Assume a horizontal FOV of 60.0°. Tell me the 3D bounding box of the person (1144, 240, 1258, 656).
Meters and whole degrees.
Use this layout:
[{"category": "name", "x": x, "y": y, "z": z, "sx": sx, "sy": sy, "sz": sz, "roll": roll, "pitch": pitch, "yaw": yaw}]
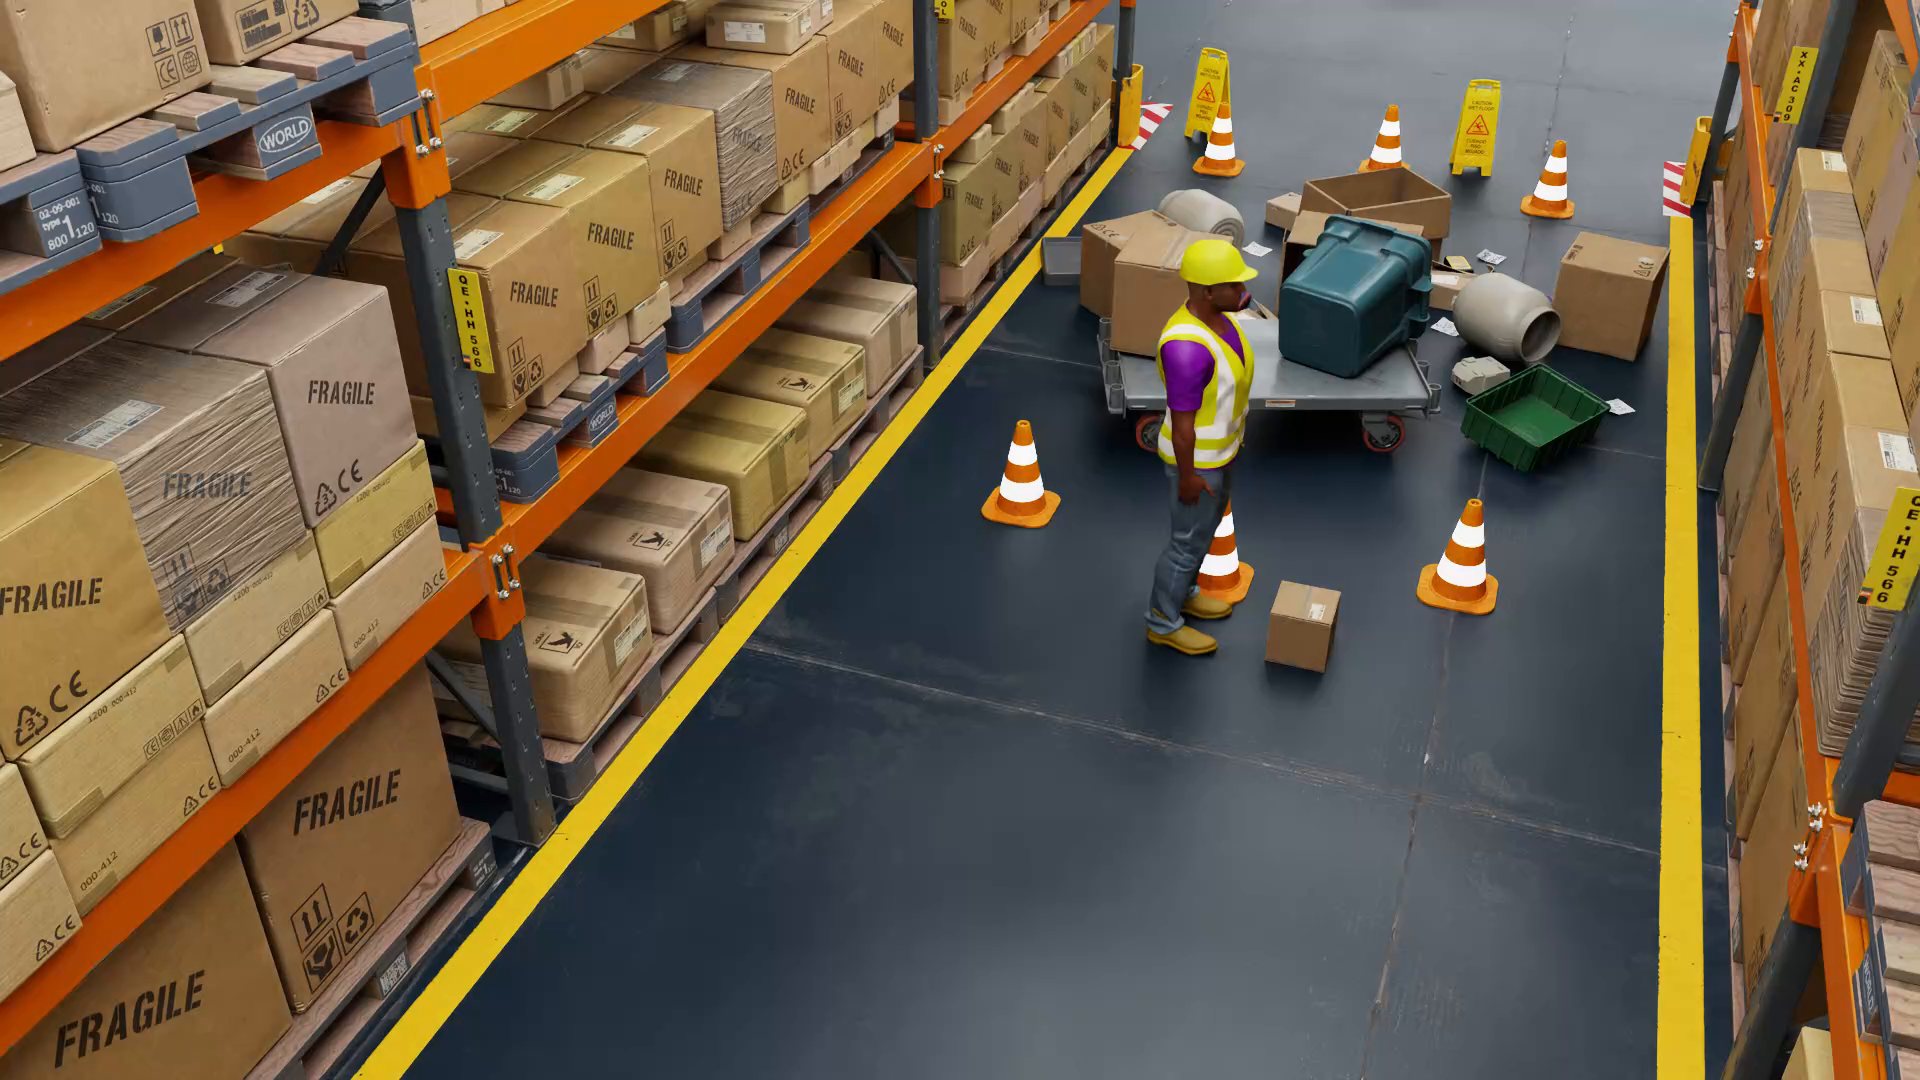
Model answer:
[{"category": "person", "x": 0.970, "y": -0.373, "z": 6.694, "sx": 0.354, "sy": 1.761, "sz": 0.562, "roll": 12, "pitch": 35, "yaw": 18}]
